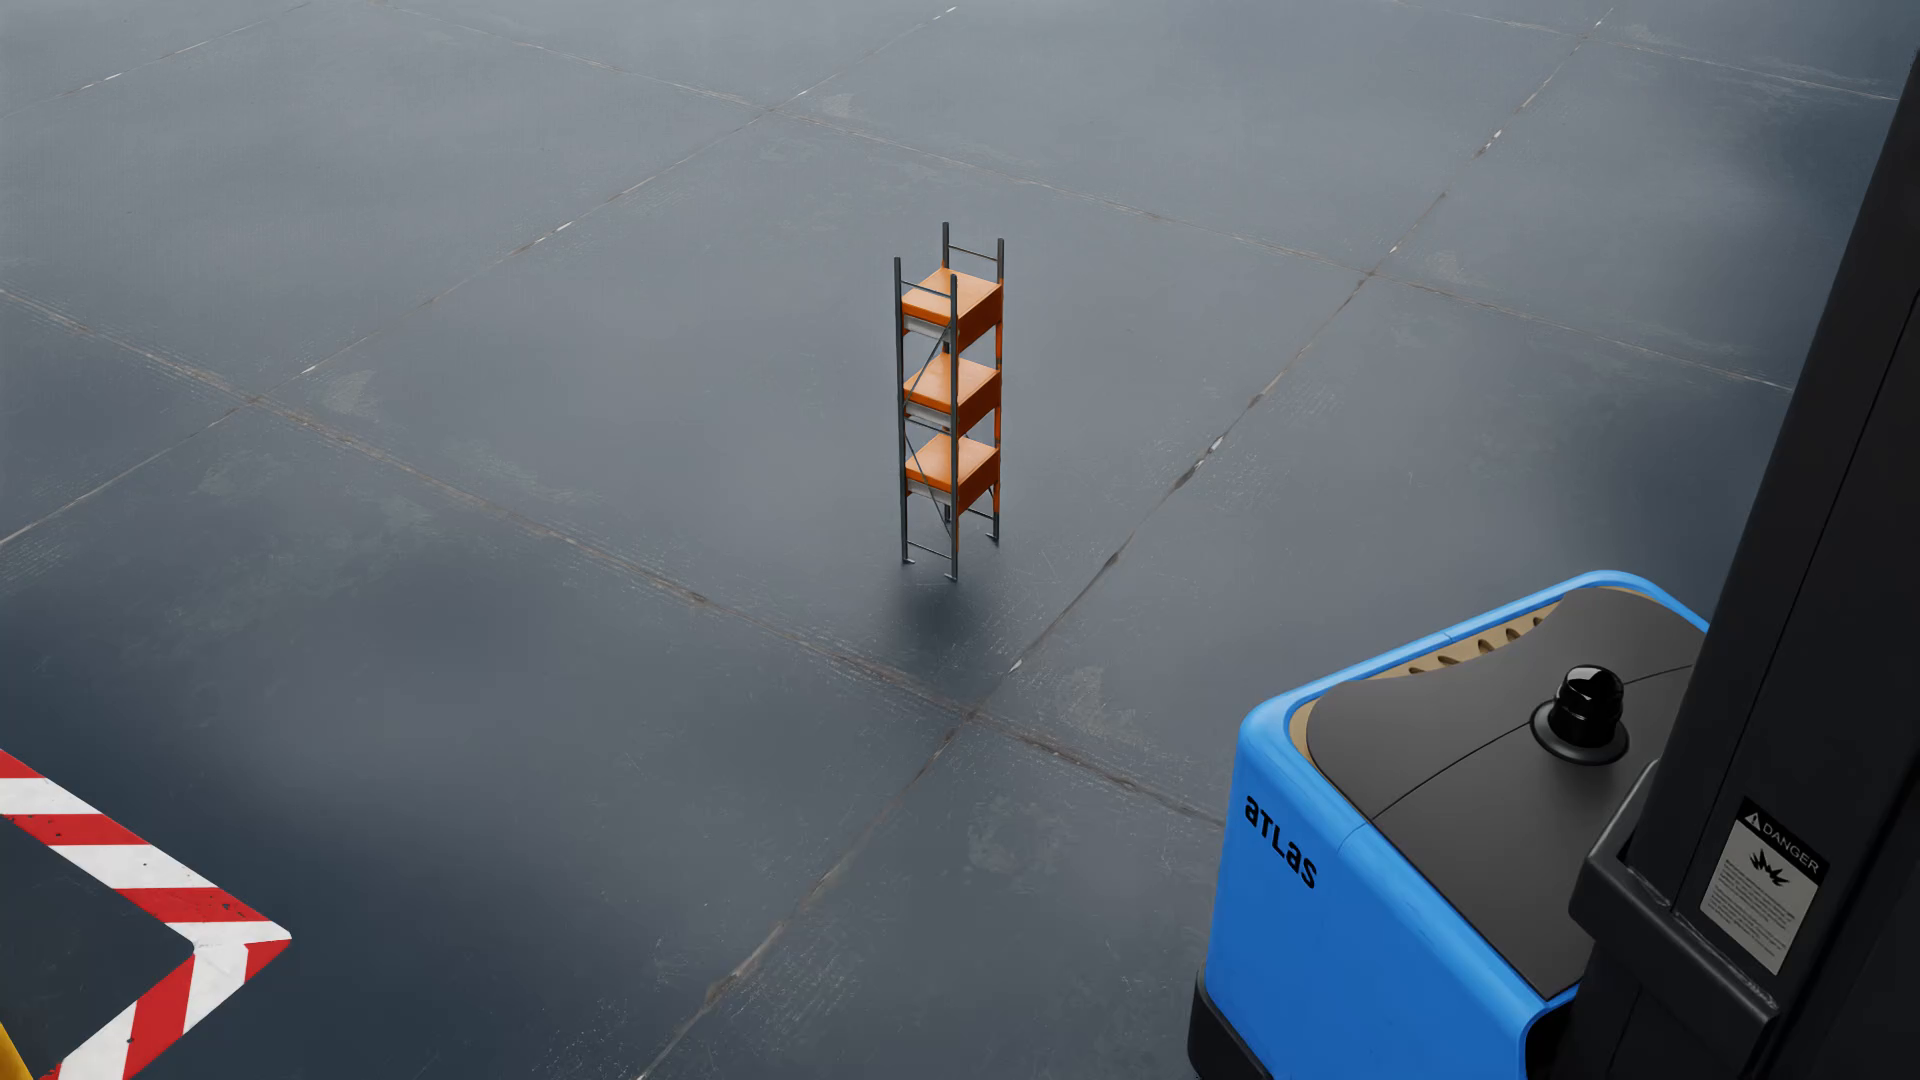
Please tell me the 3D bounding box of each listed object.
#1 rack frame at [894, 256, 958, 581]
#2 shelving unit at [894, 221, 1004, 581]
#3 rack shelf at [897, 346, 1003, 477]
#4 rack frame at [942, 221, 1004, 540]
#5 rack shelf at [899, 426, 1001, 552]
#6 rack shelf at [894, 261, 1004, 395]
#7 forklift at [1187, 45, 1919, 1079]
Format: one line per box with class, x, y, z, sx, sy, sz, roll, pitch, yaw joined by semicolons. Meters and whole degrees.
rack frame;-0.094;-0.325;4.812;0.200;1.050;0.008;21;42;25
shelving unit;-0.029;-0.388;4.894;0.215;1.050;0.252;21;42;25
rack shelf;-0.029;-0.380;4.900;0.215;0.259;0.240;21;42;25
rack frame;0.037;-0.451;4.975;0.200;1.050;0.008;21;42;25
rack shelf;-0.029;-0.160;5.070;0.215;0.259;0.240;21;42;25
rack shelf;-0.029;-0.605;4.727;0.215;0.259;0.240;21;42;25
forklift;1.641;0.661;1.992;1.130;2.935;3.031;-18;41;-22
